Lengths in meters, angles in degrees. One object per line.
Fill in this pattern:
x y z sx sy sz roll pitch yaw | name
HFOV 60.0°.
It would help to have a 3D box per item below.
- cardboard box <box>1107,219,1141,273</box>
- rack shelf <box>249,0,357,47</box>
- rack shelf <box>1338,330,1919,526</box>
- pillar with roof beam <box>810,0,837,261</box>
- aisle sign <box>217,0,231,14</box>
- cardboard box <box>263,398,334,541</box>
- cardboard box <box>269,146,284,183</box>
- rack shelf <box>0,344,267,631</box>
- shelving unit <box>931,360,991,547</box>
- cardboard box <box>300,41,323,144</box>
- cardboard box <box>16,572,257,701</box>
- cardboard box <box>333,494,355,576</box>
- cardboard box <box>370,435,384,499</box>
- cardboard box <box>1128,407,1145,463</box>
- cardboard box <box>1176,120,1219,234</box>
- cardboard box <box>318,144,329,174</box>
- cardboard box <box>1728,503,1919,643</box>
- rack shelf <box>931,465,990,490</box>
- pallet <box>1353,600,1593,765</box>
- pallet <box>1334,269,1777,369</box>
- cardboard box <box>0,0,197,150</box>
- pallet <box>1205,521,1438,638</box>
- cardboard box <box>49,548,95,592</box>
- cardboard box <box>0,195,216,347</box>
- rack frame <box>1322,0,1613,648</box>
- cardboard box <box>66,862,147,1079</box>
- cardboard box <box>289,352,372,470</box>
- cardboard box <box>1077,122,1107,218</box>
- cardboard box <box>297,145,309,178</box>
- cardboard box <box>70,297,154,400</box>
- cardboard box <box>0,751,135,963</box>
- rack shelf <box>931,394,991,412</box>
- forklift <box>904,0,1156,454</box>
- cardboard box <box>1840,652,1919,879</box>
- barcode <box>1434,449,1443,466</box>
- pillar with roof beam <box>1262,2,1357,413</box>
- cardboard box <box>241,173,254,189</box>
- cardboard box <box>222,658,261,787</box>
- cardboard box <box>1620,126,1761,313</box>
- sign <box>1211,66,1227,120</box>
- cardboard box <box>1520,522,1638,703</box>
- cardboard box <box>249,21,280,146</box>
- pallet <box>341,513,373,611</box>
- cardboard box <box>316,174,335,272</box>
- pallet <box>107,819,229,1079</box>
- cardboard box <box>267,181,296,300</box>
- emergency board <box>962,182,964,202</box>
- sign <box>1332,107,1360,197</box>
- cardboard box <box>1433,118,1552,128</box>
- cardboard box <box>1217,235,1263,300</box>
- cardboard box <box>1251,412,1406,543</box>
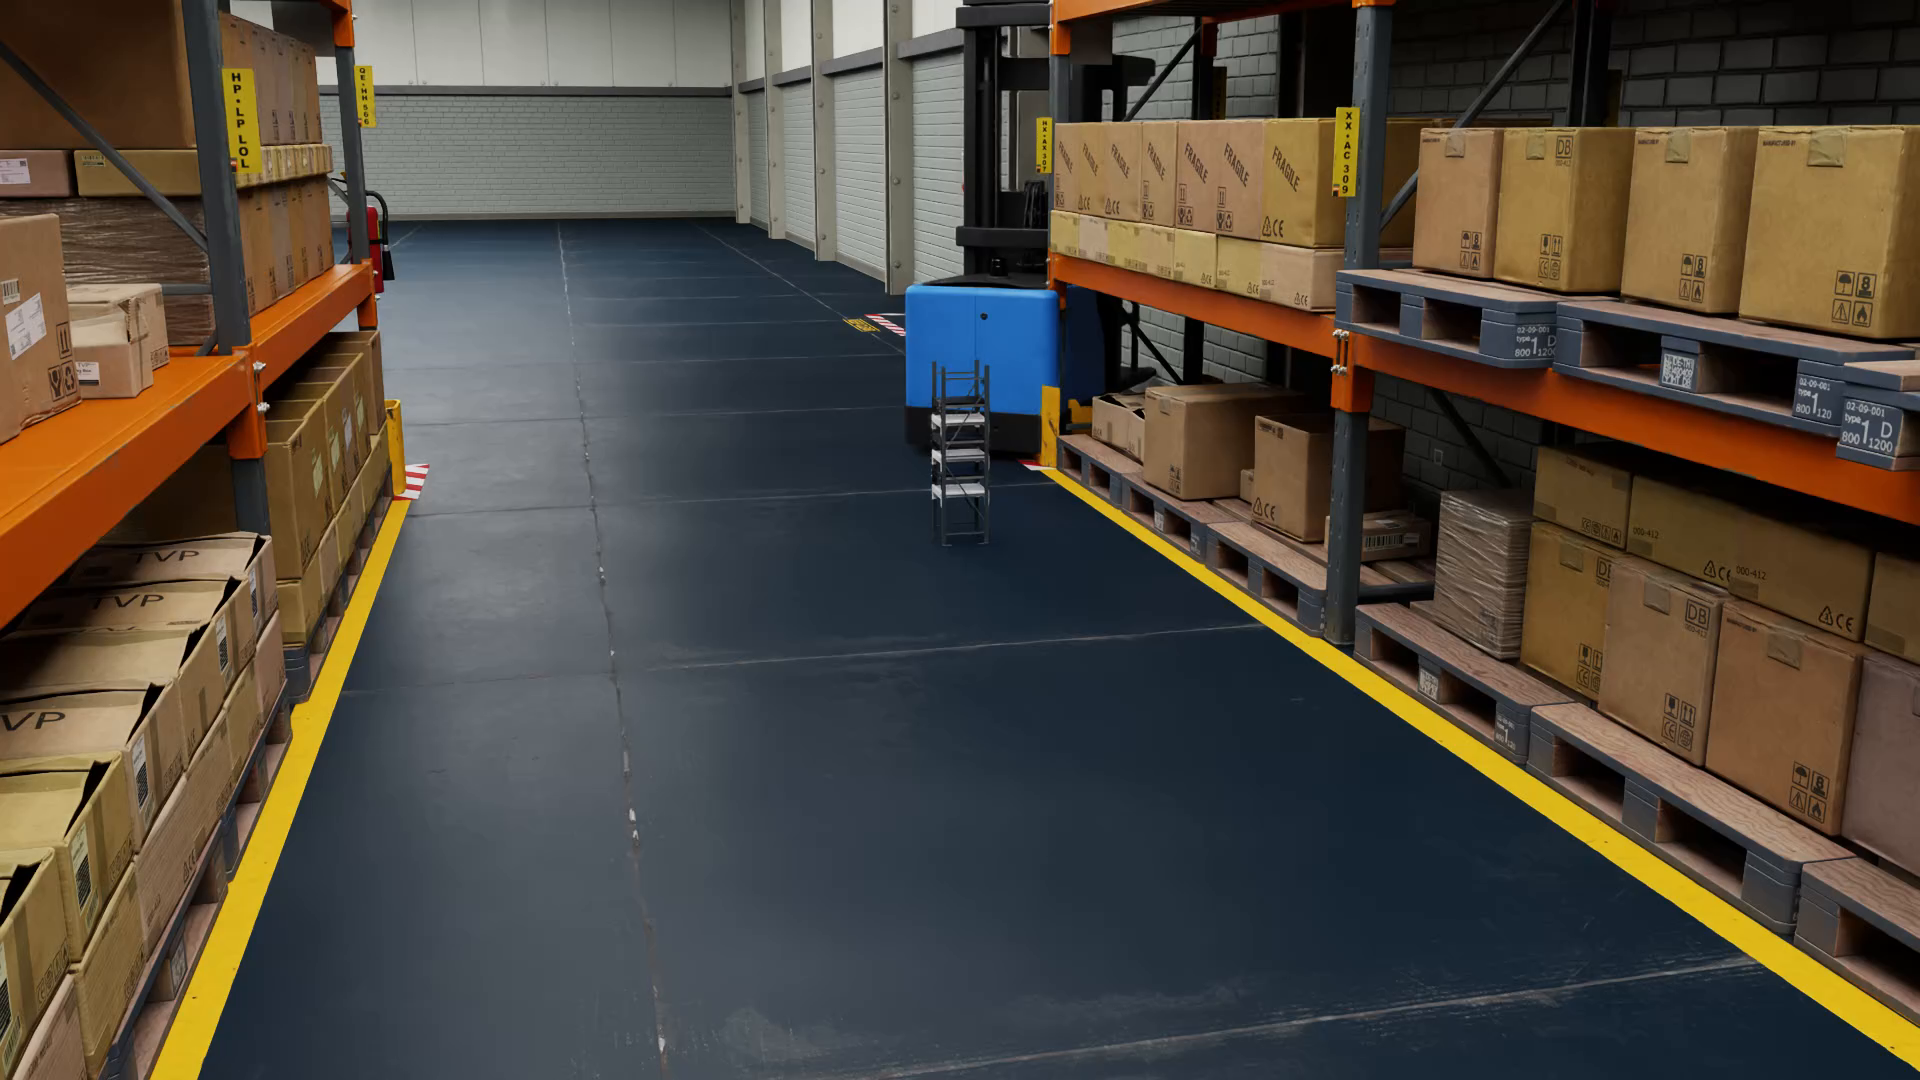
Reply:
1.094 -1.560 8.766 0.500 0.250 0.500 -4 14 -14 | cardboard box
-3.306 -2.359 6.960 1.077 0.370 4.000 -3 14 -13 | rack shelf
2.448 -0.257 4.673 1.077 0.370 4.000 -3 14 -13 | rack shelf
-6.368 -8.704 25.092 9.100 9.000 0.400 -3 14 -13 | pillar with roof beam
-4.089 -2.974 8.803 0.394 0.787 0.004 -3 14 -13 | aisle sign
-2.766 -0.262 6.509 0.500 0.500 0.500 -3 14 -13 | cardboard box
-3.079 -1.584 7.013 0.380 0.149 0.250 -3 14 -14 | cardboard box
-2.367 0.020 3.539 1.077 0.370 4.000 -3 14 -13 | rack shelf
0.002 -0.435 8.313 0.258 0.900 0.210 -3 14 -13 | shelving unit
-3.666 -2.271 8.460 0.700 0.500 0.500 -3 14 -13 | cardboard box
-2.334 0.266 4.745 0.500 0.311 0.500 -3 14 -12 | cardboard box
-2.876 -0.014 7.072 0.500 0.250 0.500 -3 14 -13 | cardboard box
-3.234 -0.360 8.487 0.500 0.250 0.500 -3 14 -13 | cardboard box
1.247 -0.602 9.308 0.500 0.311 0.500 -2 14 -9 | cardboard box
1.336 -1.692 7.726 0.500 0.500 0.500 -4 14 -15 | cardboard box
-3.438 -1.939 8.466 0.380 0.149 0.250 -3 14 -12 | cardboard box
2.499 0.075 4.559 0.500 0.250 0.500 -3 14 -13 | cardboard box
0.002 -0.315 8.342 0.258 0.077 0.200 -3 14 -13 | rack shelf
2.162 0.467 6.072 1.003 0.211 1.213 -3 14 -13 | pallet
2.016 -0.790 5.744 1.003 0.211 1.213 -3 14 -13 | pallet
-2.947 -1.571 5.594 0.700 0.500 0.500 -3 14 -13 | cardboard box
1.786 0.134 7.433 1.003 0.211 1.213 -3 14 -13 | pallet
-2.982 0.178 5.105 0.500 0.311 0.500 -3 14 -13 | cardboard box
-2.947 -0.941 5.748 0.700 0.500 0.500 -4 14 -15 | cardboard box
1.978 -1.067 6.476 1.000 3.000 0.127 -3 14 -13 | rack frame
-1.981 0.891 3.367 0.500 0.250 0.500 -4 14 -15 | cardboard box
-3.112 -0.609 7.927 0.500 0.500 0.500 -3 14 -13 | cardboard box
0.965 -2.050 9.191 0.500 0.500 0.500 -3 14 -13 | cardboard box
-3.259 -1.761 7.739 0.380 0.149 0.250 -3 14 -11 | cardboard box
-2.451 -0.533 4.570 0.396 0.266 0.258 -4 14 -15 | cardboard box
-1.984 0.616 3.313 0.500 0.311 0.500 -4 14 -15 | cardboard box
0.002 -0.665 8.256 0.258 0.077 0.200 -3 14 -13 | rack shelf
0.681 -2.260 11.503 1.130 2.935 3.031 6 15 22 | forklift
2.689 0.567 4.124 0.700 0.500 0.500 -3 14 -13 | cardboard box
2.084 -0.360 7.247 0.001 0.075 0.075 -3 14 -13 | barcode
-2.141 -4.551 8.095 9.100 9.000 0.400 -3 14 -13 | pillar with roof beam
-2.896 -1.405 6.279 0.380 0.149 0.250 -3 14 -14 | cardboard box
-2.340 0.538 4.815 0.500 0.250 0.500 -4 14 -14 | cardboard box
2.373 -0.931 4.779 0.700 0.500 0.500 -1 14 -5 | cardboard box
1.583 -2.732 10.186 0.100 0.325 0.005 -3 14 -13 | sign
2.337 0.218 5.553 0.700 0.500 0.500 -4 14 -14 | cardboard box
-3.300 -1.919 7.015 0.700 0.500 0.500 -3 14 -13 | cardboard box
-3.273 0.096 7.588 1.003 0.211 1.213 -3 14 -13 | pallet
-3.679 -1.653 8.664 0.700 0.500 0.500 -3 14 -13 | cardboard box
-2.335 1.014 3.832 1.003 0.211 1.213 -3 14 -13 | pallet
-3.312 -1.296 7.202 0.700 0.500 0.500 -3 14 -11 | cardboard box
0.091 -3.833 17.797 0.194 1.169 0.643 -3 14 -13 | emergency board
1.452 -1.456 6.242 0.100 0.325 0.005 -3 14 -13 | sign
2.070 -1.489 6.894 0.500 0.500 0.500 -4 14 -14 | cardboard box
1.463 -1.212 7.342 0.500 0.250 0.500 -3 14 -13 | cardboard box
1.695 -0.304 7.691 0.500 0.500 0.500 -4 14 -17 | cardboard box
